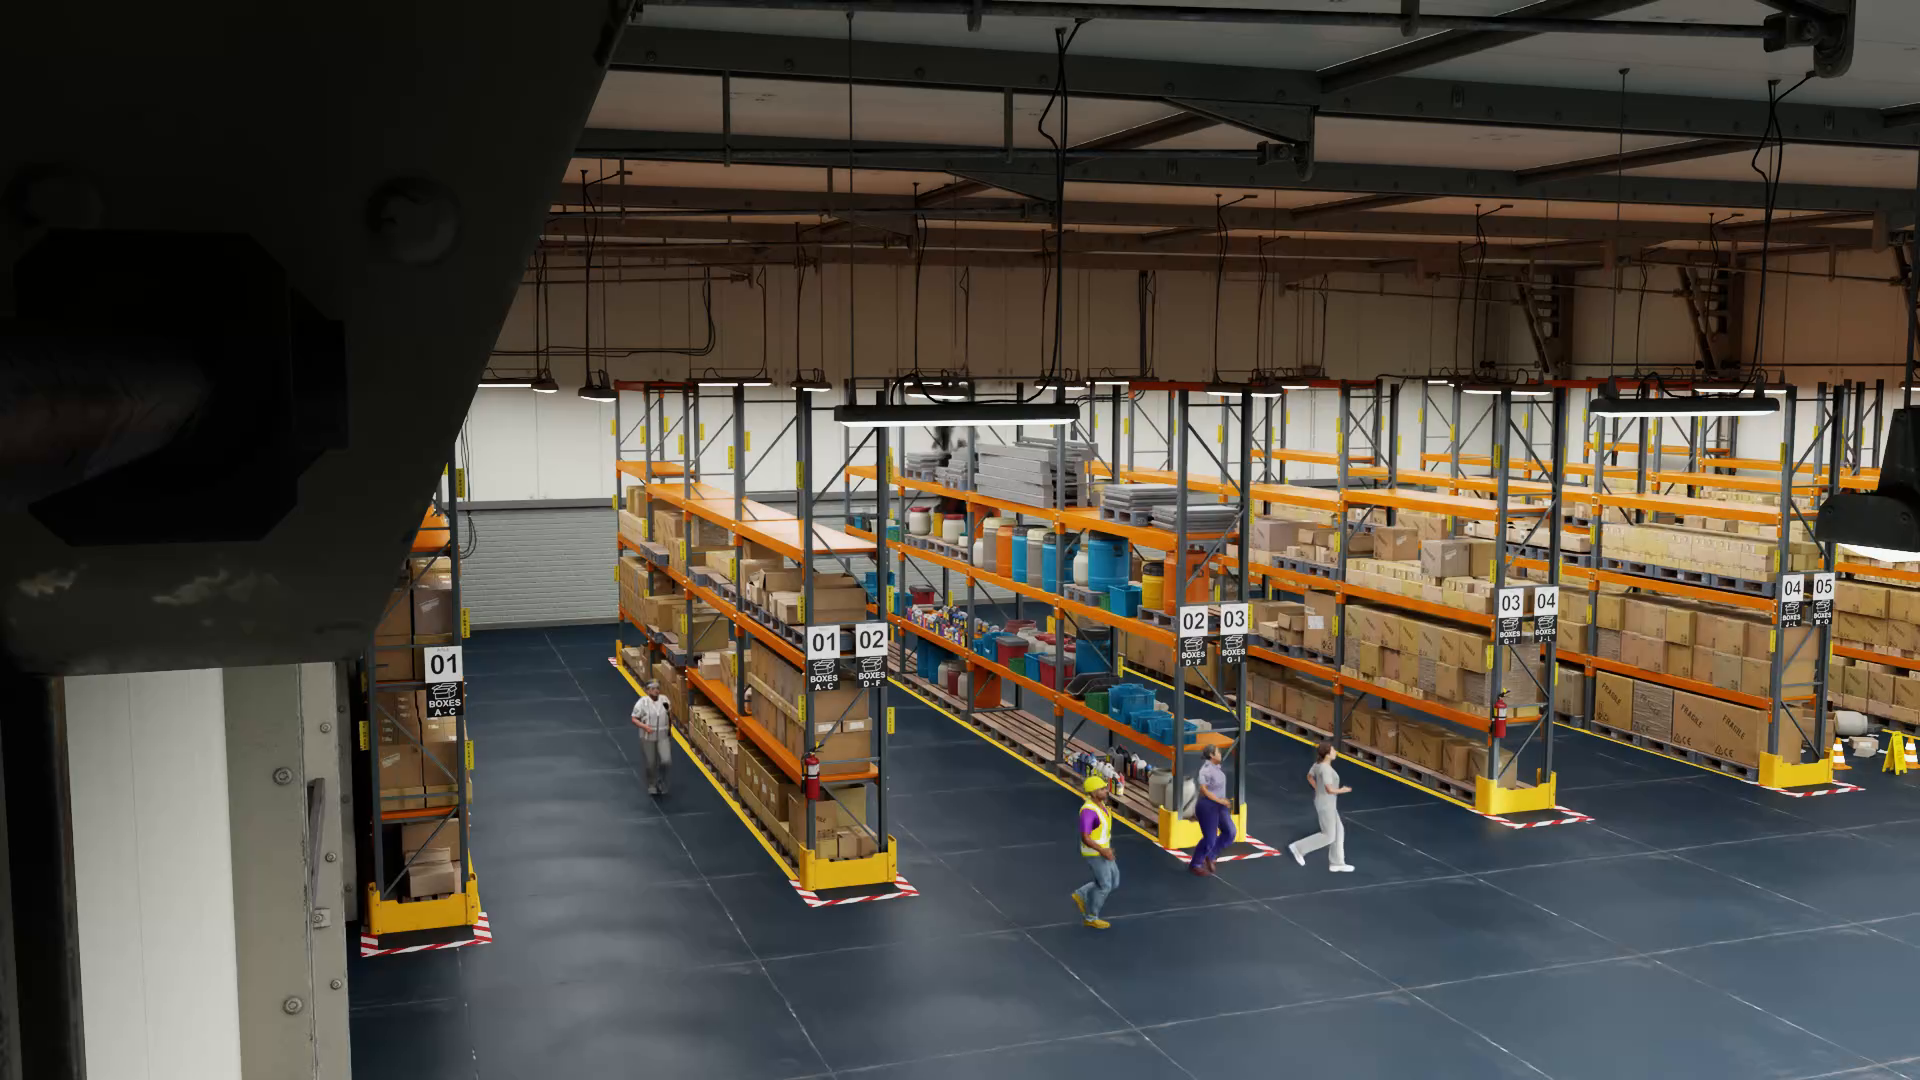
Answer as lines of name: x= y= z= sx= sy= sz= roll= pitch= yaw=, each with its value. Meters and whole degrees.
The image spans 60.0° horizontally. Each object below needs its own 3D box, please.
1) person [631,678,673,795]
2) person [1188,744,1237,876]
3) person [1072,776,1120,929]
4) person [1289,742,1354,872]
person: x=-4.461 y=2.893 z=24.335 sx=0.662 sy=1.769 sz=0.643 roll=-3 pitch=7 yaw=-23
person: x=3.173 y=3.349 z=20.705 sx=0.554 sy=1.607 sz=0.679 roll=3 pitch=7 yaw=27
person: x=1.522 y=3.502 z=18.721 sx=0.541 sy=1.727 sz=0.700 roll=1 pitch=6 yaw=13
person: x=4.514 y=3.319 z=20.709 sx=0.817 sy=1.639 sz=0.570 roll=0 pitch=6 yaw=2
